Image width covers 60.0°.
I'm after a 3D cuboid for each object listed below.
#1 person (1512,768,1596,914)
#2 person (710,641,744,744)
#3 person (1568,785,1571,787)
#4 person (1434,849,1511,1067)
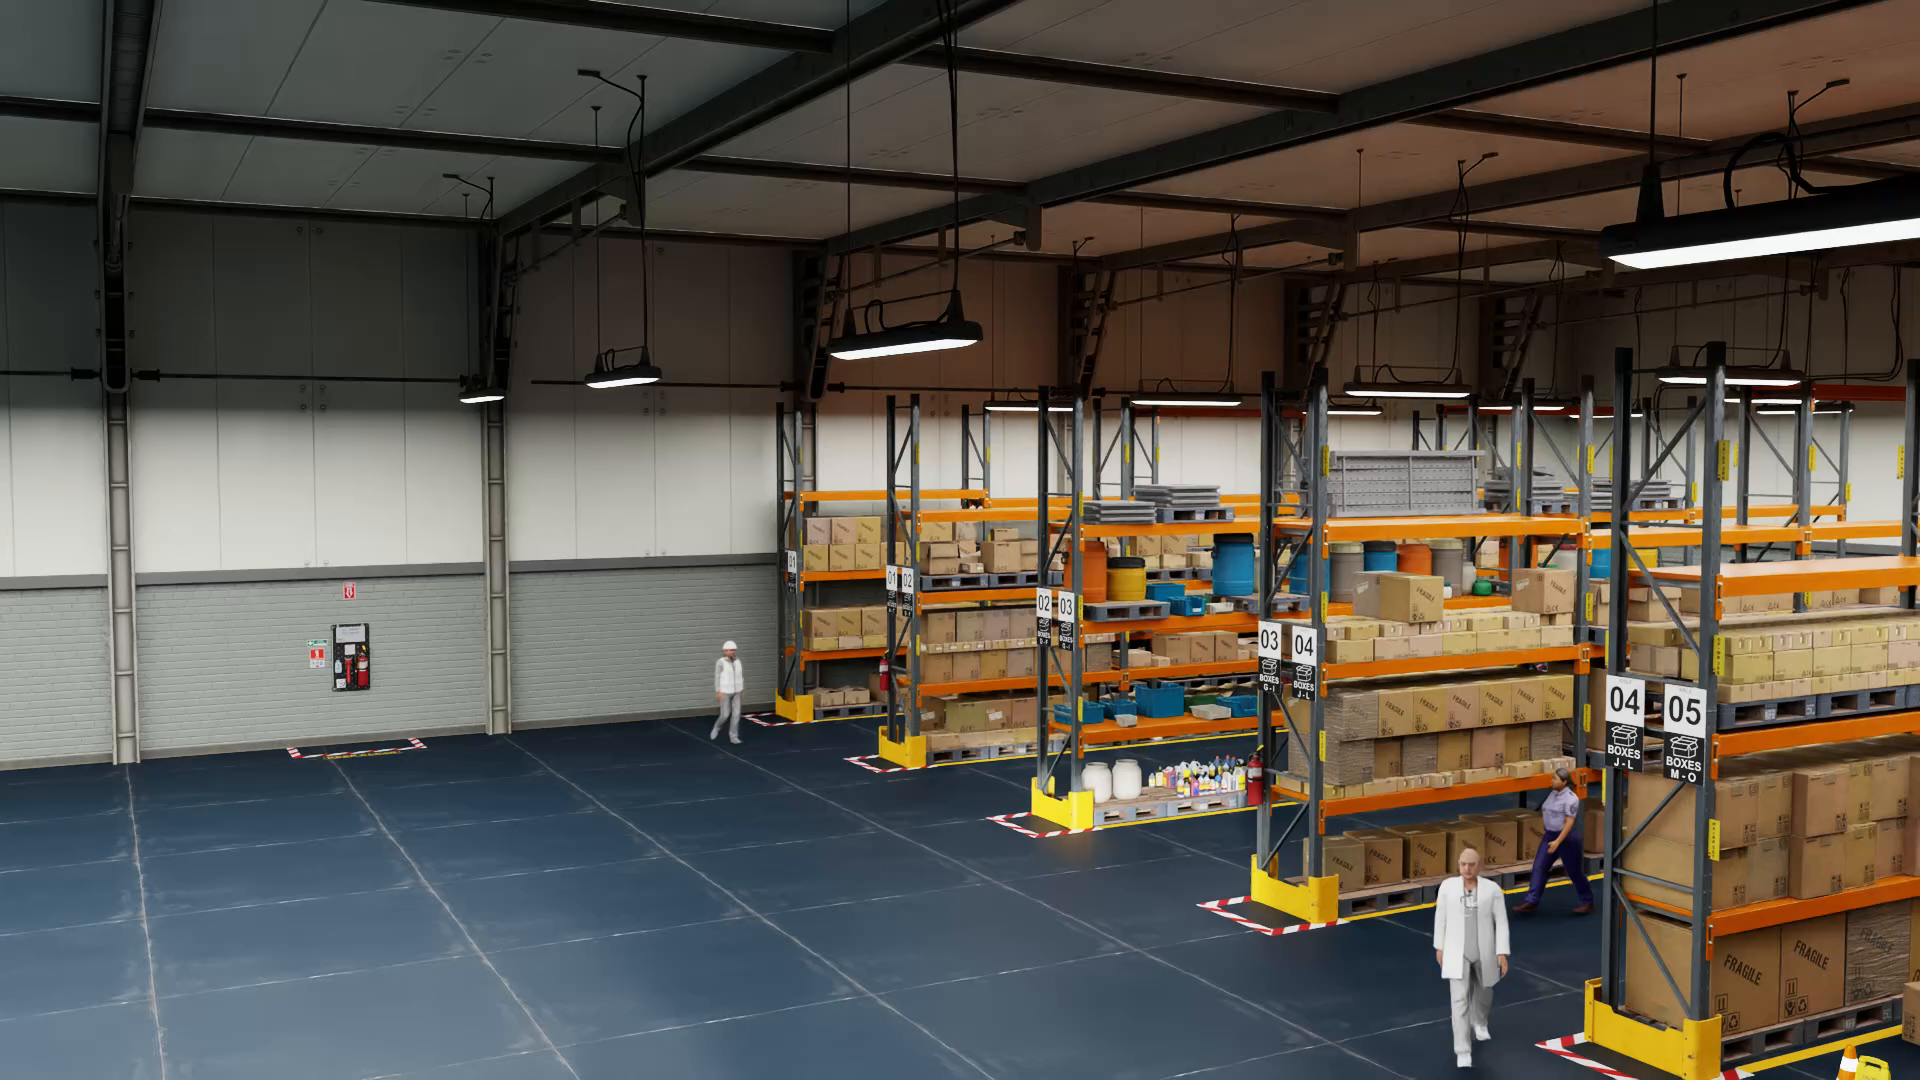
[{"bbox_3d":[6.552,3.307,18.286,0.949,1.596,0.501,-1,3,-17],"label":"person"},{"bbox_3d":[-4.034,2.605,28.864,0.542,1.708,0.517,-3,4,-39],"label":"person"},{"bbox_3d":[9.405,2.949,25.238,1.141,1.515,0.678,-1,4,-24],"label":"person"},{"bbox_3d":[4.325,3.490,14.056,0.610,1.744,1.067,1,3,14],"label":"person"}]
